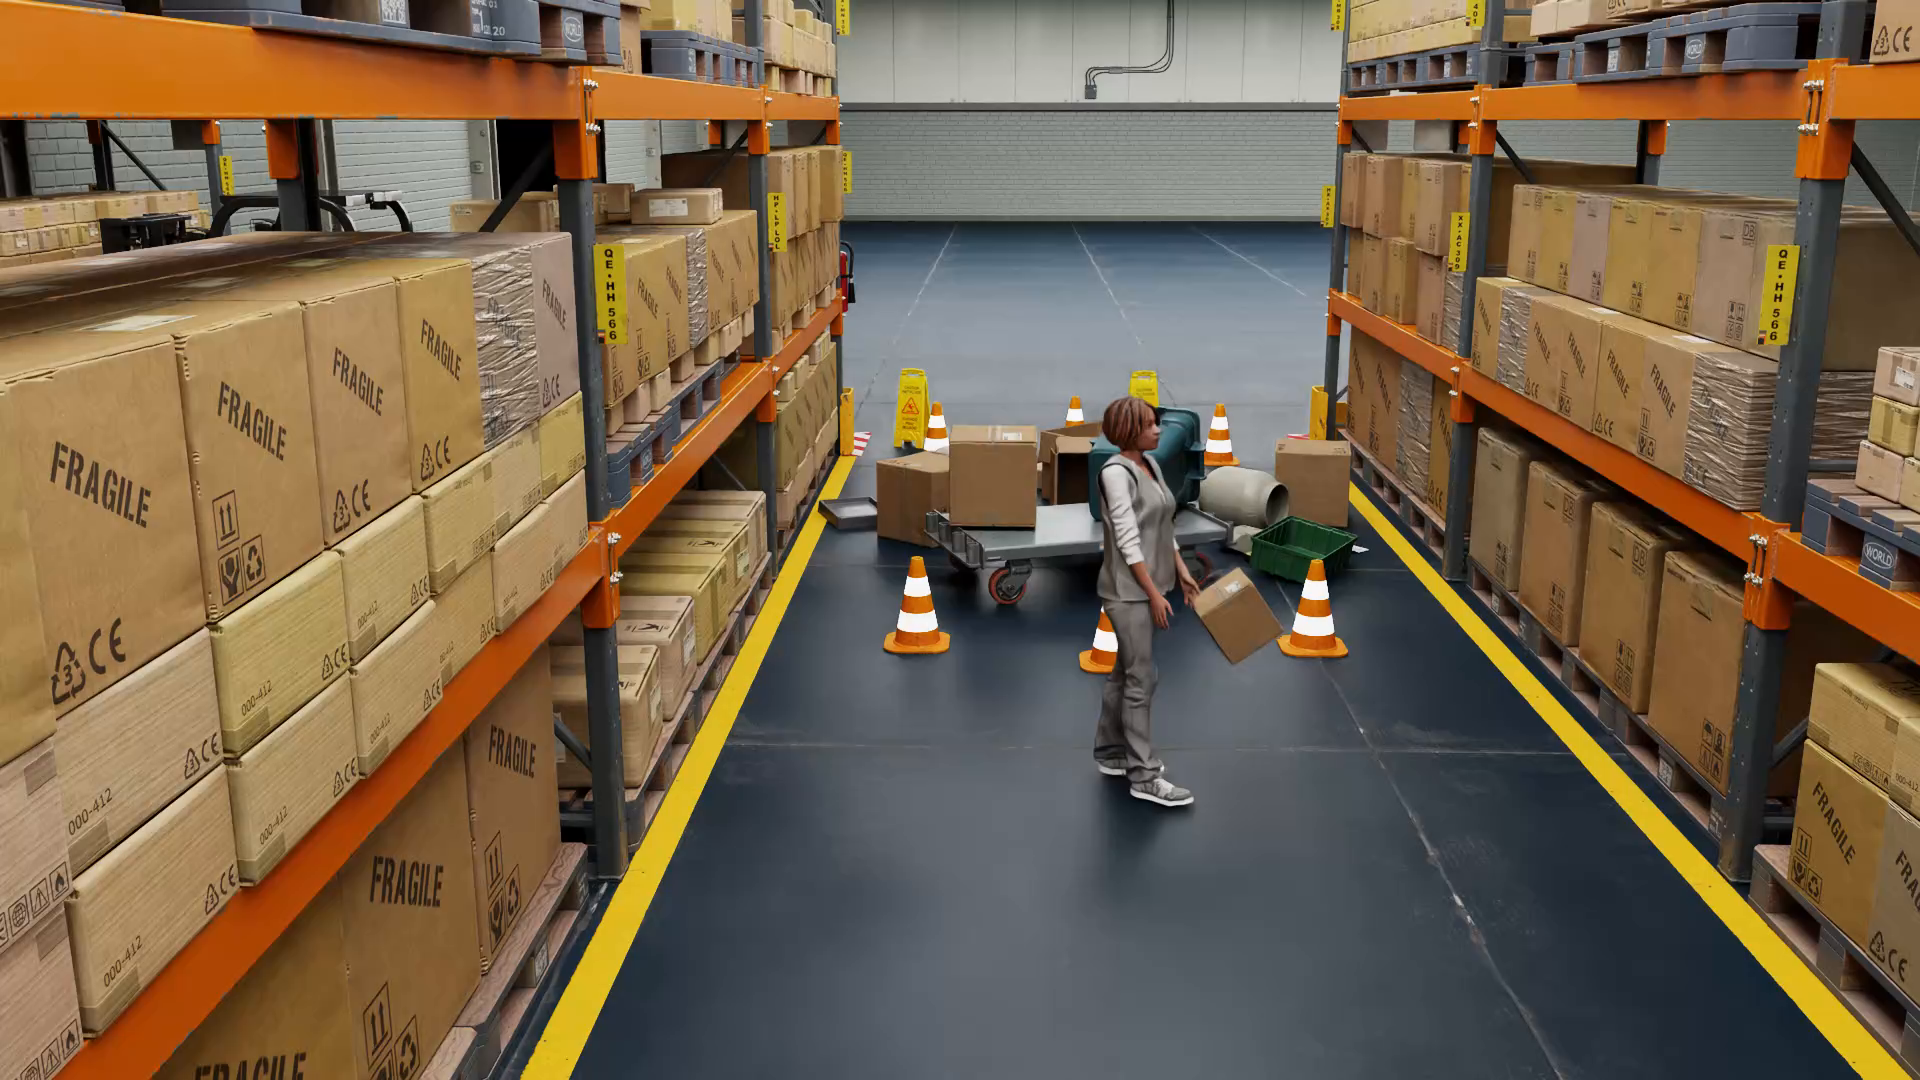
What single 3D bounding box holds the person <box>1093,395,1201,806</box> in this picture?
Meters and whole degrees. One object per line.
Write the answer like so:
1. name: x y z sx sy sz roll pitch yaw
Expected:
1. person: 0.768 0.224 6.609 0.485 1.597 0.458 6 15 23
